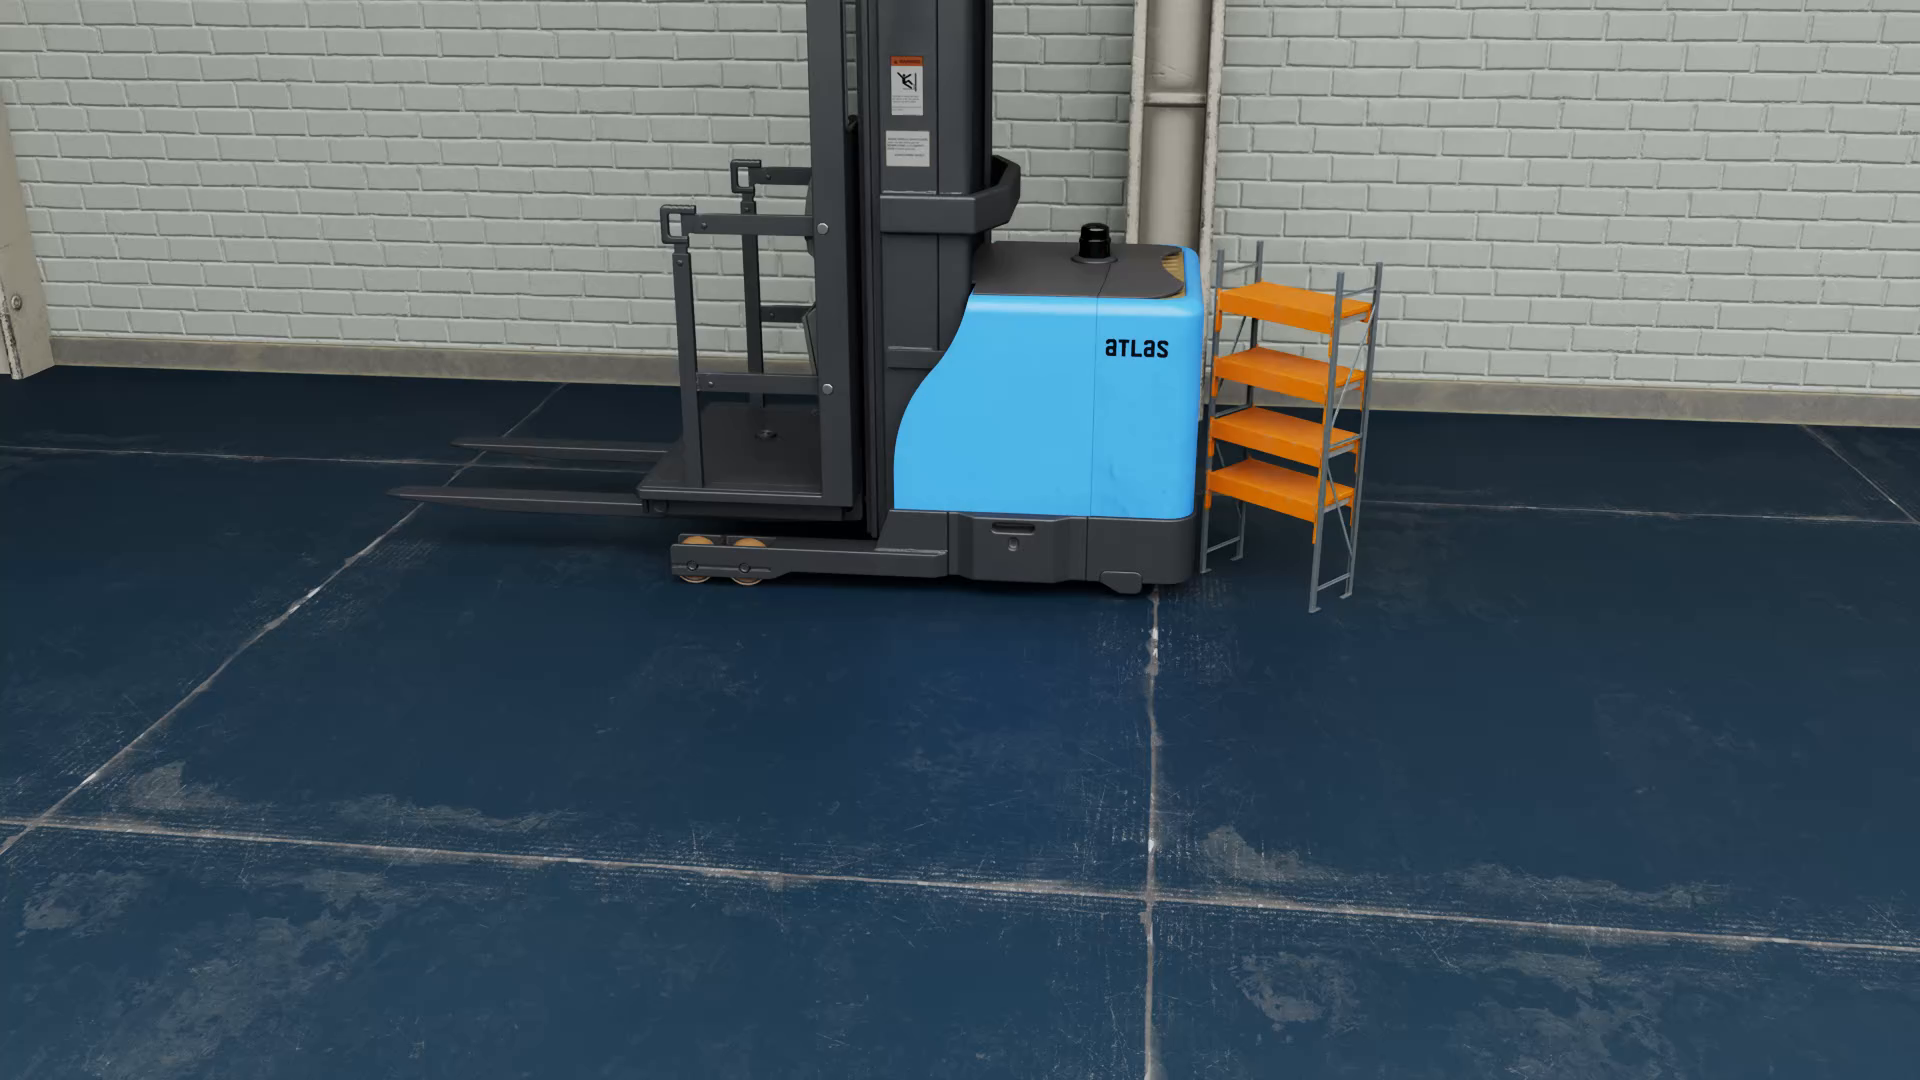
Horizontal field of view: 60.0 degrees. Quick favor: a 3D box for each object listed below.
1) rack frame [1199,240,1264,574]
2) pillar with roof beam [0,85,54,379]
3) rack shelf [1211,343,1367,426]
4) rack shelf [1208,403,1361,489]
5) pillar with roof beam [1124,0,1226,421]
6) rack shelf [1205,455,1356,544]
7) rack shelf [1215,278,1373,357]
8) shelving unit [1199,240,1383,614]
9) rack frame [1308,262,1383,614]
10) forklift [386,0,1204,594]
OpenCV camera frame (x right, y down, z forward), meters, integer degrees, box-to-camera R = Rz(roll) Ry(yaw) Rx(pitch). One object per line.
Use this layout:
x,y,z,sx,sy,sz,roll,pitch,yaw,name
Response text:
0.973,-0.463,5.979,0.240,1.200,0.015,-19,28,-40,rack frame
-5.496,-3.502,3.058,0.400,9.000,9.100,2,22,6,pillar with roof beam
1.140,-0.543,5.756,0.258,0.148,0.480,-19,28,-40,rack shelf
1.140,-0.335,5.838,0.258,0.148,0.480,-19,28,-40,rack shelf
0.462,-3.242,2.401,0.400,9.000,9.100,2,22,6,pillar with roof beam
1.140,-0.150,5.911,0.258,0.148,0.480,-19,28,-40,rack shelf
1.140,-0.763,5.669,0.258,0.148,0.480,-19,28,-40,rack shelf
1.140,-0.398,5.814,0.258,1.200,0.503,-19,28,-40,shelving unit
1.307,-0.332,5.648,0.240,1.200,0.015,-19,28,-40,rack frame
-0.626,-1.389,5.966,3.031,2.935,1.130,2,22,6,forklift
